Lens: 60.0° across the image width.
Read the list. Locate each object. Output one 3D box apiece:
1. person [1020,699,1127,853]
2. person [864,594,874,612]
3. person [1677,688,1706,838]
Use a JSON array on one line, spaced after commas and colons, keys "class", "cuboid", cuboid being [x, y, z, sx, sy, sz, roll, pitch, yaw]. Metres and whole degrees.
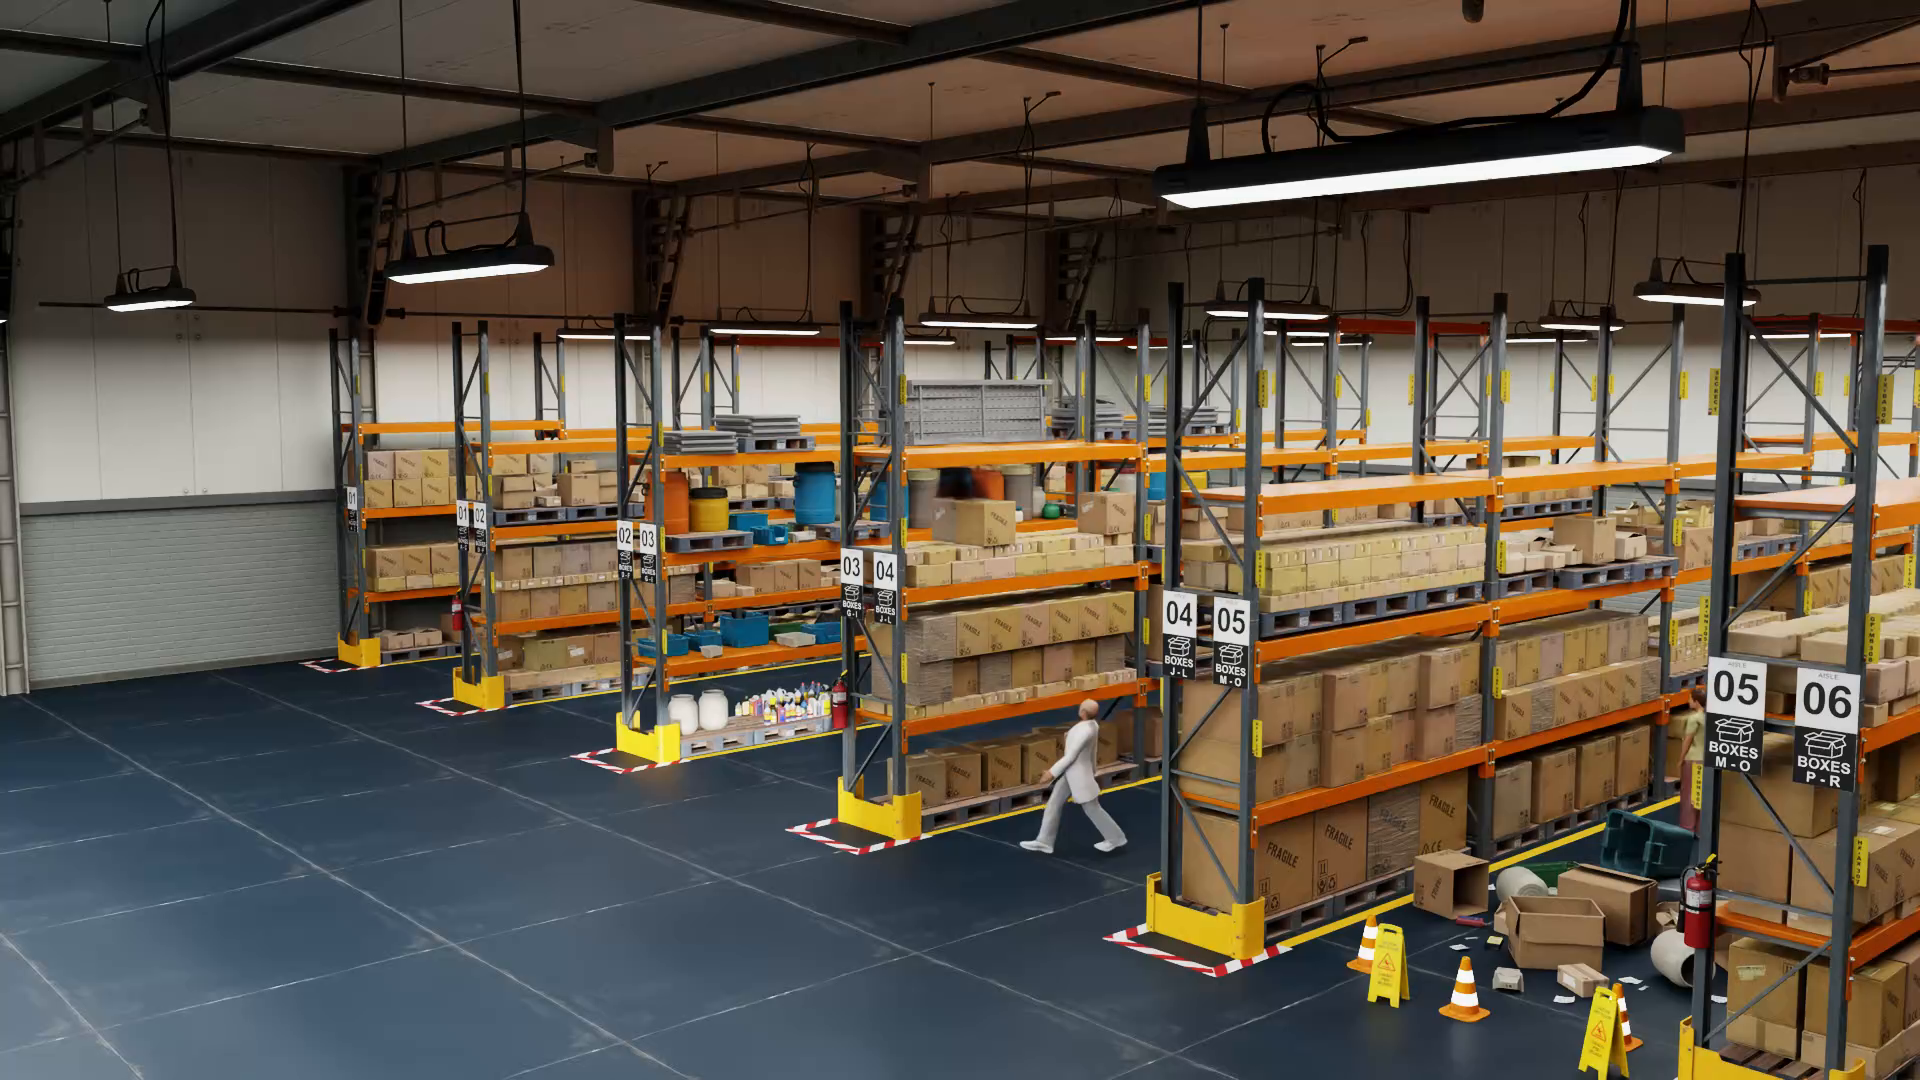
[{"class": "person", "cuboid": [1.246, 2.537, 17.859, 1.139, 1.704, 0.558, -2, 6, -16]}, {"class": "person", "cuboid": [-1.644, 0.972, 34.094, 0.936, 1.814, 0.761, -5, 8, -41]}, {"class": "person", "cuboid": [8.235, 2.490, 18.610, 0.459, 1.683, 0.363, -2, 6, -23]}]
